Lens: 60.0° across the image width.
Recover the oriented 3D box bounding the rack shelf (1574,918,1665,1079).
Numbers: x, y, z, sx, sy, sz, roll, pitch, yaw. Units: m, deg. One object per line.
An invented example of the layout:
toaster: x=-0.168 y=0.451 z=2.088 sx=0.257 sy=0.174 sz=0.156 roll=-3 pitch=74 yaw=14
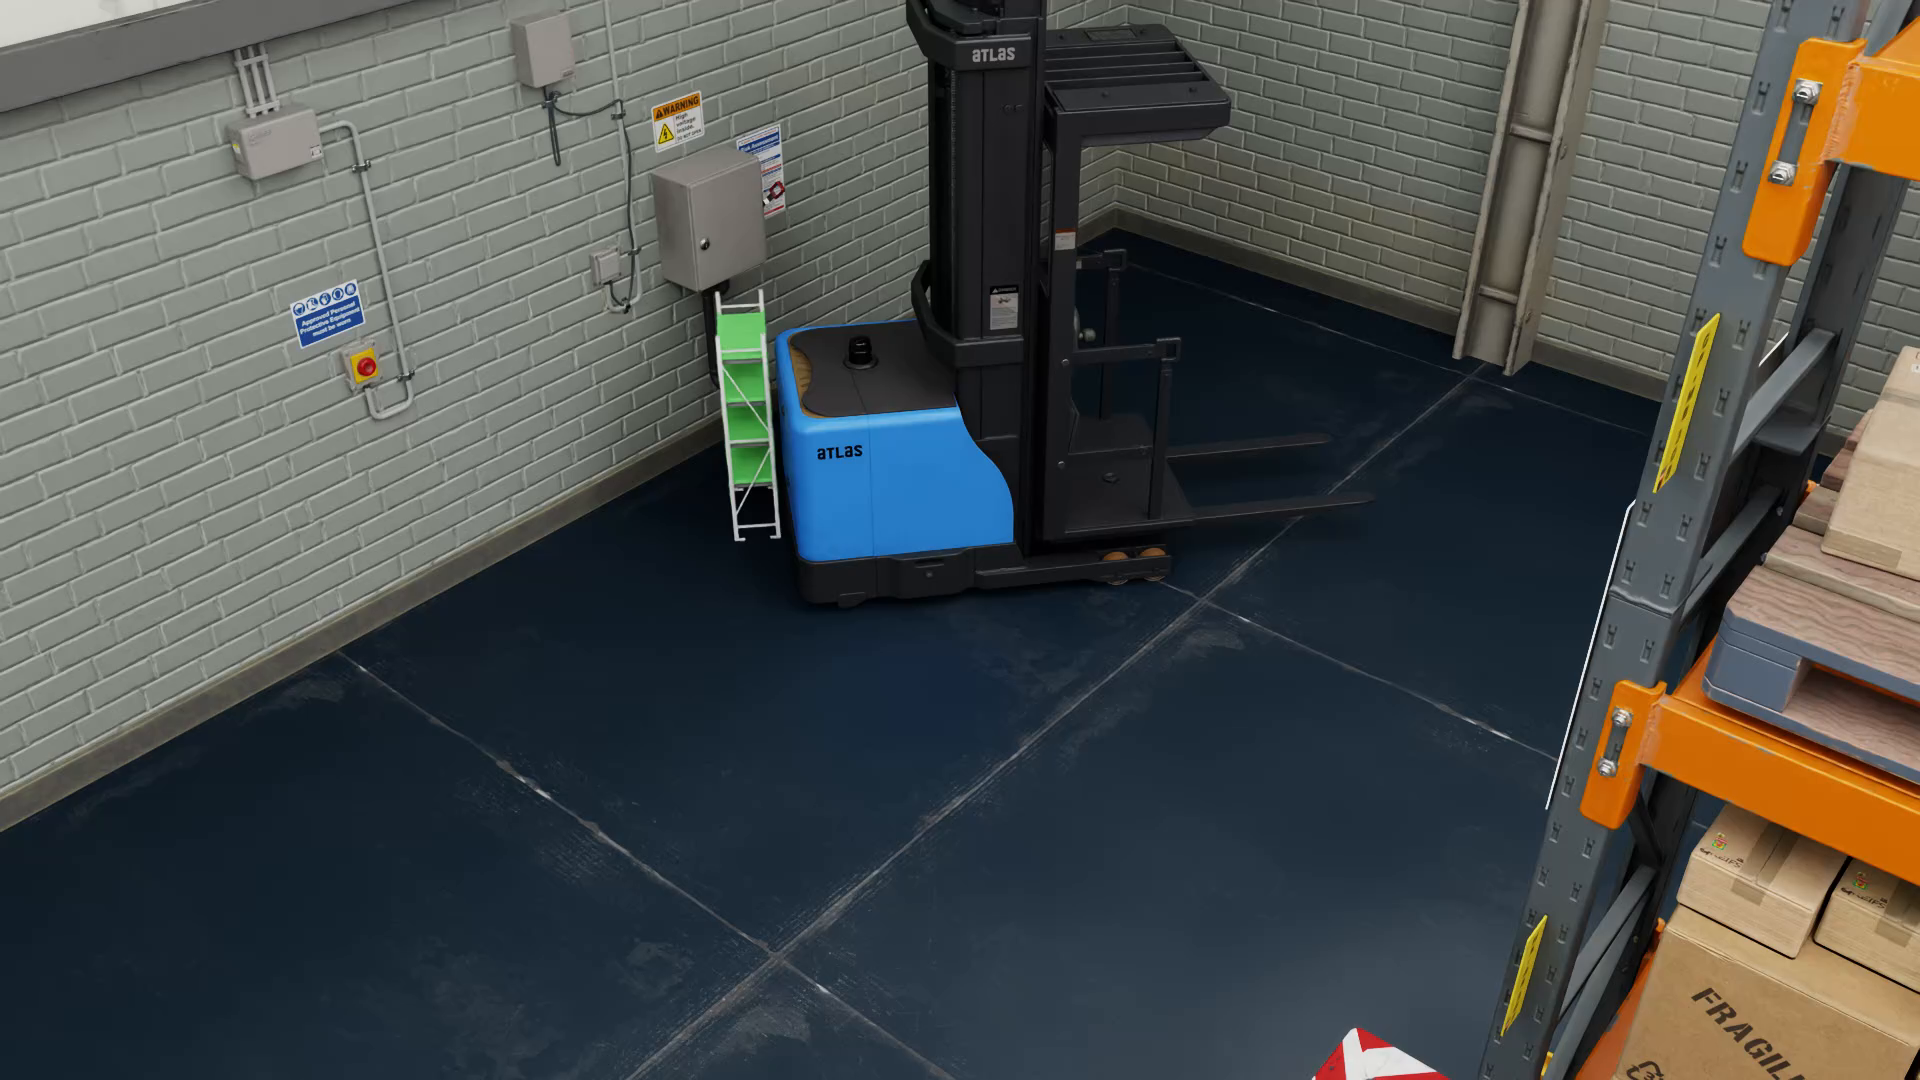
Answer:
rack shelf: x=3.188 y=2.172 z=3.574 sx=4.000 sy=0.370 sz=1.077 roll=25 pitch=42 yaw=32

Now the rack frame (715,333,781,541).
rack frame: x=-1.067 y=-0.501 z=8.418 sx=0.240 sy=1.200 sz=0.015 roll=-4 pitch=35 yaw=-6

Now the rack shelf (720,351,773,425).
rack shelf: x=-1.096 y=-0.783 z=8.518 sx=0.258 sy=0.148 sz=0.480 roll=-4 pitch=35 yaw=-6

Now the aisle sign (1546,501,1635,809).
aisle sign: x=1.410 y=0.179 z=3.543 sx=0.004 sy=0.787 sz=0.394 roll=25 pitch=42 yaw=32

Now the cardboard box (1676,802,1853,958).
cardboard box: x=1.747 y=0.679 z=3.567 sx=0.250 sy=0.149 sz=0.380 roll=26 pitch=42 yaw=33

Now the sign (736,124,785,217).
sign: x=-1.085 y=-1.993 z=9.087 sx=0.001 sy=0.494 sz=0.329 roll=25 pitch=42 yaw=32

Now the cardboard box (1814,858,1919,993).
cardboard box: x=1.994 y=0.743 z=3.474 sx=0.250 sy=0.149 sz=0.380 roll=26 pitch=42 yaw=33

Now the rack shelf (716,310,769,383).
rack shelf: x=-1.097 y=-0.981 z=8.382 sx=0.258 sy=0.148 sz=0.480 roll=-4 pitch=35 yaw=-6

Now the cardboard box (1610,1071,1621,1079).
cardboard box: x=1.836 y=1.408 z=3.961 sx=0.500 sy=0.500 sz=0.500 roll=25 pitch=42 yaw=31

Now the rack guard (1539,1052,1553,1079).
rack guard: x=1.632 y=2.172 z=5.145 sx=0.348 sy=0.500 sz=1.175 roll=25 pitch=42 yaw=32

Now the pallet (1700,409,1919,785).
pallet: x=2.228 y=0.215 z=3.216 sx=1.213 sy=0.211 sz=1.003 roll=25 pitch=42 yaw=32

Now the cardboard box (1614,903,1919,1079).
cardboard box: x=1.837 y=0.995 z=3.680 sx=0.500 sy=0.500 sz=0.500 roll=24 pitch=41 yaw=31

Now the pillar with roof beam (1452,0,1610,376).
pillar with roof beam: x=0.574 y=-2.979 z=5.139 sx=0.400 sy=9.000 sz=9.100 roll=25 pitch=42 yaw=32

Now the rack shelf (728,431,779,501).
rack shelf: x=-1.095 y=-0.387 z=8.790 sx=0.258 sy=0.148 sz=0.480 roll=-4 pitch=35 yaw=-6

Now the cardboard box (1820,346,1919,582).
cardboard box: x=2.054 y=-0.114 z=3.291 sx=0.500 sy=0.250 sz=0.500 roll=21 pitch=40 yaw=28

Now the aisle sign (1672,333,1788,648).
aisle sign: x=1.794 y=-0.082 z=3.923 sx=0.004 sy=0.787 sz=0.394 roll=25 pitch=42 yaw=32

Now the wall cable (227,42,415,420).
wall cable: x=-2.698 y=-1.313 z=7.087 sx=0.123 sy=1.953 sz=0.585 roll=25 pitch=42 yaw=32

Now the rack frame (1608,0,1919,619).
rack frame: x=1.651 y=-1.322 z=2.726 sx=0.127 sy=3.000 sz=1.000 roll=25 pitch=42 yaw=32

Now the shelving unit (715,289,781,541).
shelving unit: x=-1.096 y=-0.638 z=8.618 sx=0.258 sy=1.200 sz=0.503 roll=-4 pitch=35 yaw=-6

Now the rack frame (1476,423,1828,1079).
rack frame: x=1.651 y=1.151 z=4.425 sx=0.127 sy=3.000 sz=1.000 roll=25 pitch=42 yaw=32

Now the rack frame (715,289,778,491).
rack frame: x=-1.125 y=-0.775 z=8.818 sx=0.240 sy=1.200 sz=0.015 roll=-4 pitch=35 yaw=-6

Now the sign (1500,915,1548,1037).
sign: x=1.291 y=1.000 z=3.809 sx=0.005 sy=0.325 sz=0.100 roll=25 pitch=42 yaw=32

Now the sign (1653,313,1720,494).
sign: x=1.291 y=-0.239 z=2.957 sx=0.005 sy=0.325 sz=0.100 roll=25 pitch=42 yaw=32

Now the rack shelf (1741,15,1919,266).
rack shelf: x=3.188 y=-0.136 z=1.988 sx=4.000 sy=0.370 sz=1.077 roll=25 pitch=42 yaw=32

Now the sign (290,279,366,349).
sign: x=-2.775 y=-0.994 z=7.309 sx=0.001 sy=0.218 sz=0.327 roll=25 pitch=42 yaw=32

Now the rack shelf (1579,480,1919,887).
rack shelf: x=3.188 y=0.935 z=2.724 sx=4.000 sy=0.370 sz=1.077 roll=25 pitch=42 yaw=32

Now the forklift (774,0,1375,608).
forklift: x=0.617 y=-1.271 z=8.011 sx=3.031 sy=2.935 sz=1.130 roll=-6 pitch=35 yaw=-8

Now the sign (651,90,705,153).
sign: x=-1.436 y=-2.134 z=8.478 sx=0.001 sy=0.242 sz=0.339 roll=25 pitch=42 yaw=32

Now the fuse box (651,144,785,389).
fuse box: x=-1.241 y=-1.212 z=9.003 sx=0.414 sy=1.711 sz=0.539 roll=25 pitch=42 yaw=32

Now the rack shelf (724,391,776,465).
rack shelf: x=-1.096 y=-0.585 z=8.654 sx=0.258 sy=0.148 sz=0.480 roll=-4 pitch=35 yaw=-6
